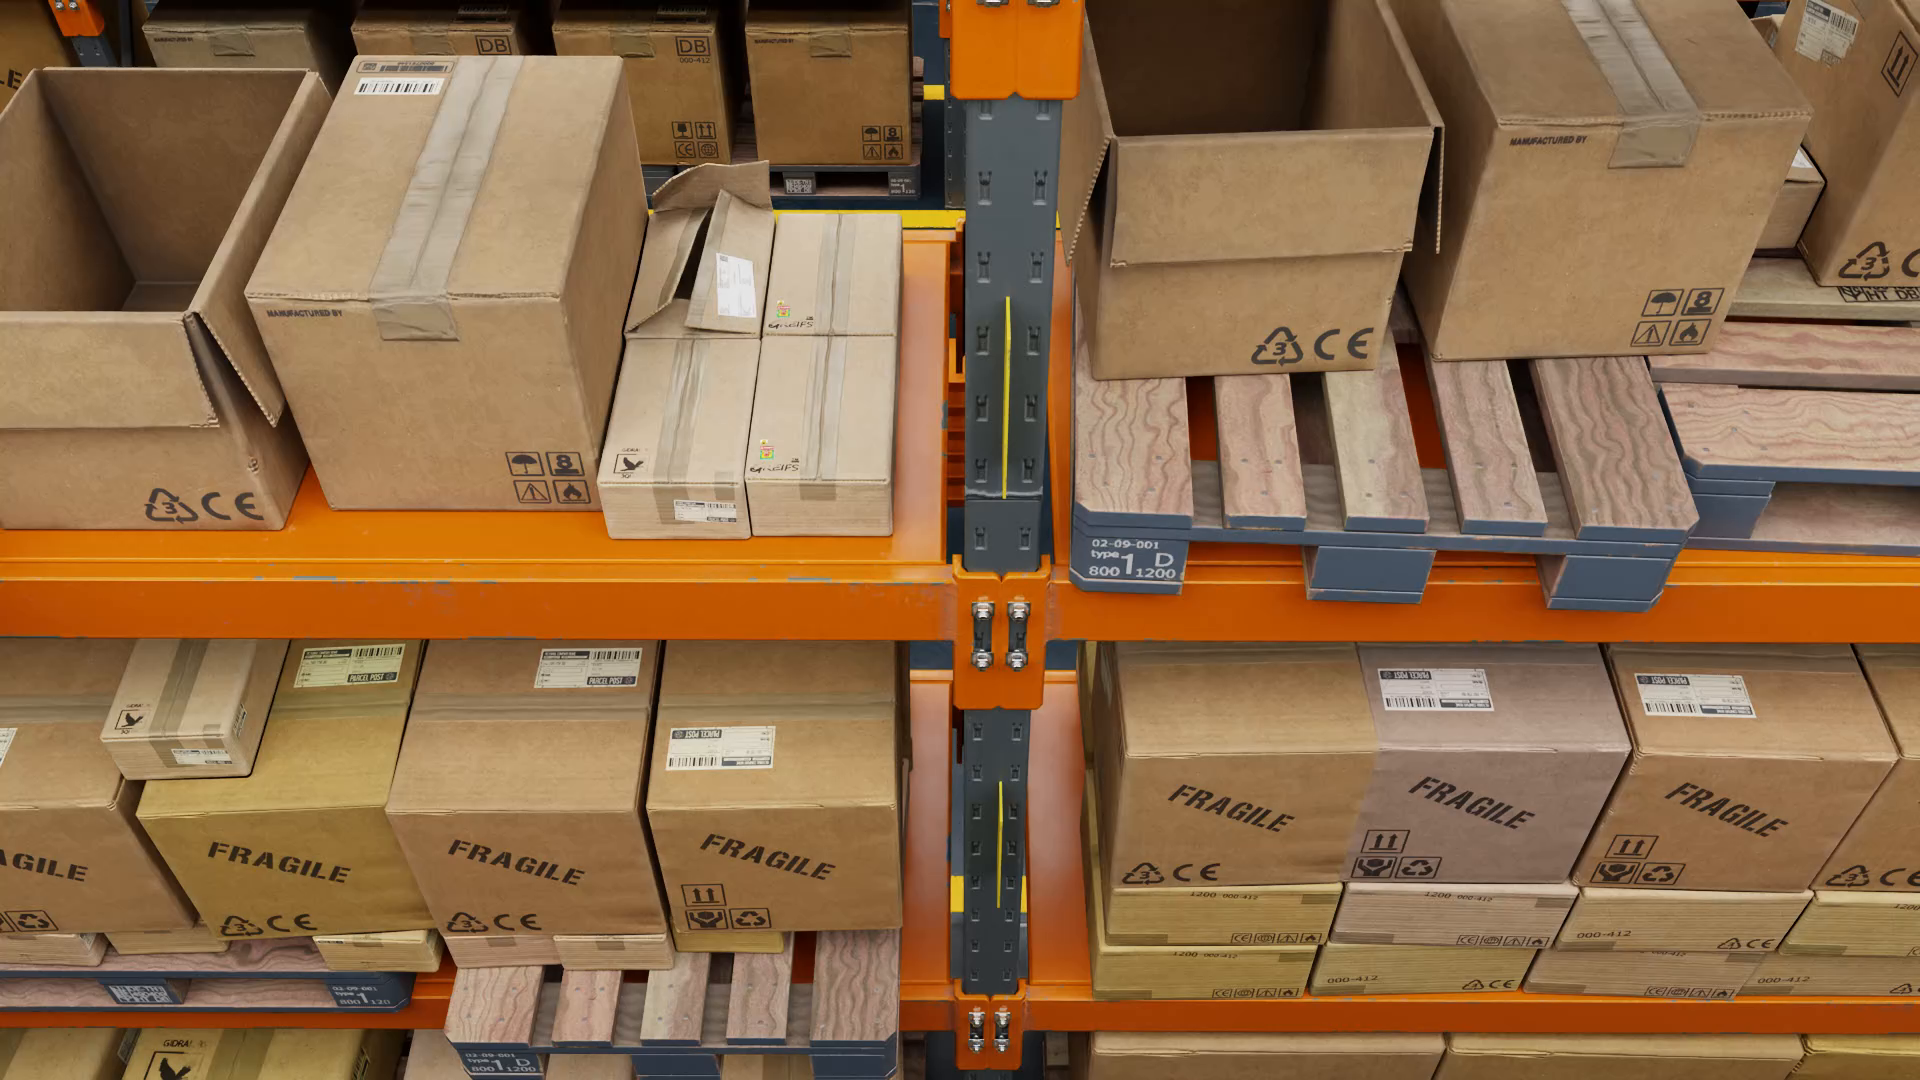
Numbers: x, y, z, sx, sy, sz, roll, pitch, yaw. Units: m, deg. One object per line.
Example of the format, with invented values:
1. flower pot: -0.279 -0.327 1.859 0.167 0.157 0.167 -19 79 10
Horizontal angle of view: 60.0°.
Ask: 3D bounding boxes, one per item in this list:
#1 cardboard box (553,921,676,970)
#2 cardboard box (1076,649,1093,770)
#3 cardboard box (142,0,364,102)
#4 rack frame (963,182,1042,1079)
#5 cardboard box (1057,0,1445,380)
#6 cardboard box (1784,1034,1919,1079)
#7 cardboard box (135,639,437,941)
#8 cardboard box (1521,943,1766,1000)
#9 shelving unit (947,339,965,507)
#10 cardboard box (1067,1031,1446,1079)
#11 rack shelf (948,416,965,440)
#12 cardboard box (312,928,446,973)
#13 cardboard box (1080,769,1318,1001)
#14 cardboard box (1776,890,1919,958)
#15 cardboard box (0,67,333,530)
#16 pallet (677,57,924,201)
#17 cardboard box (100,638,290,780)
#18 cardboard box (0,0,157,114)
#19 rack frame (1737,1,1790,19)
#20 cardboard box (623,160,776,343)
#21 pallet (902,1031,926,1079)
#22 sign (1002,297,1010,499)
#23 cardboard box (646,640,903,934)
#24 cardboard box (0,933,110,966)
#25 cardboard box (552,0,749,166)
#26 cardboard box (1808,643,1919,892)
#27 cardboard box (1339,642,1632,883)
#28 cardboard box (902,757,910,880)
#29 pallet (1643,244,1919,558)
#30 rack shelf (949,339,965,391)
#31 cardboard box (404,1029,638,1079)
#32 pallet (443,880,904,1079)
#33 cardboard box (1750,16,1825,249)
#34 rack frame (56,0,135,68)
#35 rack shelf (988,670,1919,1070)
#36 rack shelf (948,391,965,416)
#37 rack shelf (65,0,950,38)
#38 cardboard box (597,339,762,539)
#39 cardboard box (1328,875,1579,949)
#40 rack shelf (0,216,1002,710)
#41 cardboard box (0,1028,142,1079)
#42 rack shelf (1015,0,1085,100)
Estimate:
1. cardboard box: -0.776 0.790 3.850 0.250 0.149 0.380 0 47 0
2. cardboard box: 0.580 0.454 4.381 0.500 0.250 0.500 -1 47 -1
3. cardboard box: -3.389 -2.484 8.262 0.750 0.750 1.050 0 47 0
4. rack frame: 0.073 0.592 4.150 0.127 3.000 1.000 0 47 0
5. cardboard box: 0.451 -0.718 2.962 0.637 0.503 0.797 -2 47 -2
6. cardboard box: 2.549 1.244 4.708 0.875 0.875 0.875 1 47 1
7. cardboard box: -1.404 0.522 3.657 0.500 0.500 0.500 -3 47 -3
8. cardboard box: 1.600 0.822 4.038 0.500 0.250 0.500 2 47 1
9. shelving unit: -0.014 -0.409 6.311 0.189 1.200 0.258 0 47 0
10. cardboard box: 0.763 1.235 4.716 0.875 0.875 0.875 0 47 0
11. rack shelf: -0.014 -0.460 6.256 0.180 0.103 0.258 0 47 0
12. cardboard box: -1.303 0.793 3.848 0.250 0.149 0.380 1 47 1
13. cardboard box: 0.561 0.828 4.032 0.500 0.250 0.500 -1 47 -1
14. cardboard box: 2.101 0.678 3.830 0.500 0.250 0.500 1 47 1
15. cardboard box: -1.452 -0.449 2.999 0.637 0.503 0.797 0 47 0
16. pallet: -0.798 -2.139 8.597 1.213 0.211 1.003 0 47 0
17. cardboard box: -1.564 0.294 3.425 0.250 0.149 0.380 -2 47 -2
18. cardboard box: -4.638 -2.515 8.206 0.875 0.875 0.875 1 47 1
19. rack frame: 3.990 -3.021 7.513 0.127 3.000 1.000 0 47 0
20. cardboard box: -0.497 -0.511 3.219 0.258 0.266 0.396 0 47 0
21. pallet: -0.708 1.539 5.174 1.213 0.211 1.003 0 47 0
22. sign: 0.069 -0.209 2.493 0.005 0.325 0.100 0 47 0
23. cardboard box: -0.383 0.515 3.663 0.500 0.500 0.500 -1 47 -1
24. cardboard box: -2.072 0.780 3.859 0.250 0.149 0.380 2 47 2
25. cardboard box: -1.492 -2.476 8.255 0.750 0.750 1.050 1 47 1
26. cardboard box: 2.083 0.408 3.569 0.500 0.500 0.500 1 47 1
27. cardboard box: 1.061 0.392 3.585 0.500 0.500 0.500 0 47 0
28. cardboard box: -0.256 0.706 3.929 0.250 0.149 0.380 2 47 2
29. pallet: 1.835 -0.402 3.155 1.213 0.211 1.003 2 47 2
30. rack shelf: -0.014 -0.624 6.080 0.180 0.103 0.258 0 47 0
31. cardboard box: -1.230 1.339 4.963 0.625 0.372 0.950 -1 47 -1
32. pallet: -0.640 0.733 4.149 1.003 0.211 1.213 0 47 0
33. cardboard box: 1.452 -0.780 3.182 0.258 0.266 0.396 -1 47 -1
34. rack frame: -4.010 -3.043 7.533 0.127 3.000 1.000 0 47 0
35. rack shelf: 2.073 0.842 4.408 4.000 0.370 1.077 0 47 0
36. rack shelf: -0.014 -0.542 6.168 0.180 0.103 0.258 0 47 0
37. rack shelf: -2.010 -2.792 7.791 4.000 0.370 1.077 0 47 0
38. cardboard box: -0.491 -0.187 2.997 0.250 0.149 0.380 0 47 0
39. cardboard box: 1.096 0.657 3.850 0.500 0.250 0.500 1 47 1
40. rack shelf: -1.927 -0.191 3.320 4.000 0.370 1.077 0 47 0
41. cardboard box: -2.684 1.332 4.969 0.625 0.372 0.950 3 47 3
42. rack shelf: 2.073 -1.065 2.359 4.000 0.370 1.077 0 47 0
